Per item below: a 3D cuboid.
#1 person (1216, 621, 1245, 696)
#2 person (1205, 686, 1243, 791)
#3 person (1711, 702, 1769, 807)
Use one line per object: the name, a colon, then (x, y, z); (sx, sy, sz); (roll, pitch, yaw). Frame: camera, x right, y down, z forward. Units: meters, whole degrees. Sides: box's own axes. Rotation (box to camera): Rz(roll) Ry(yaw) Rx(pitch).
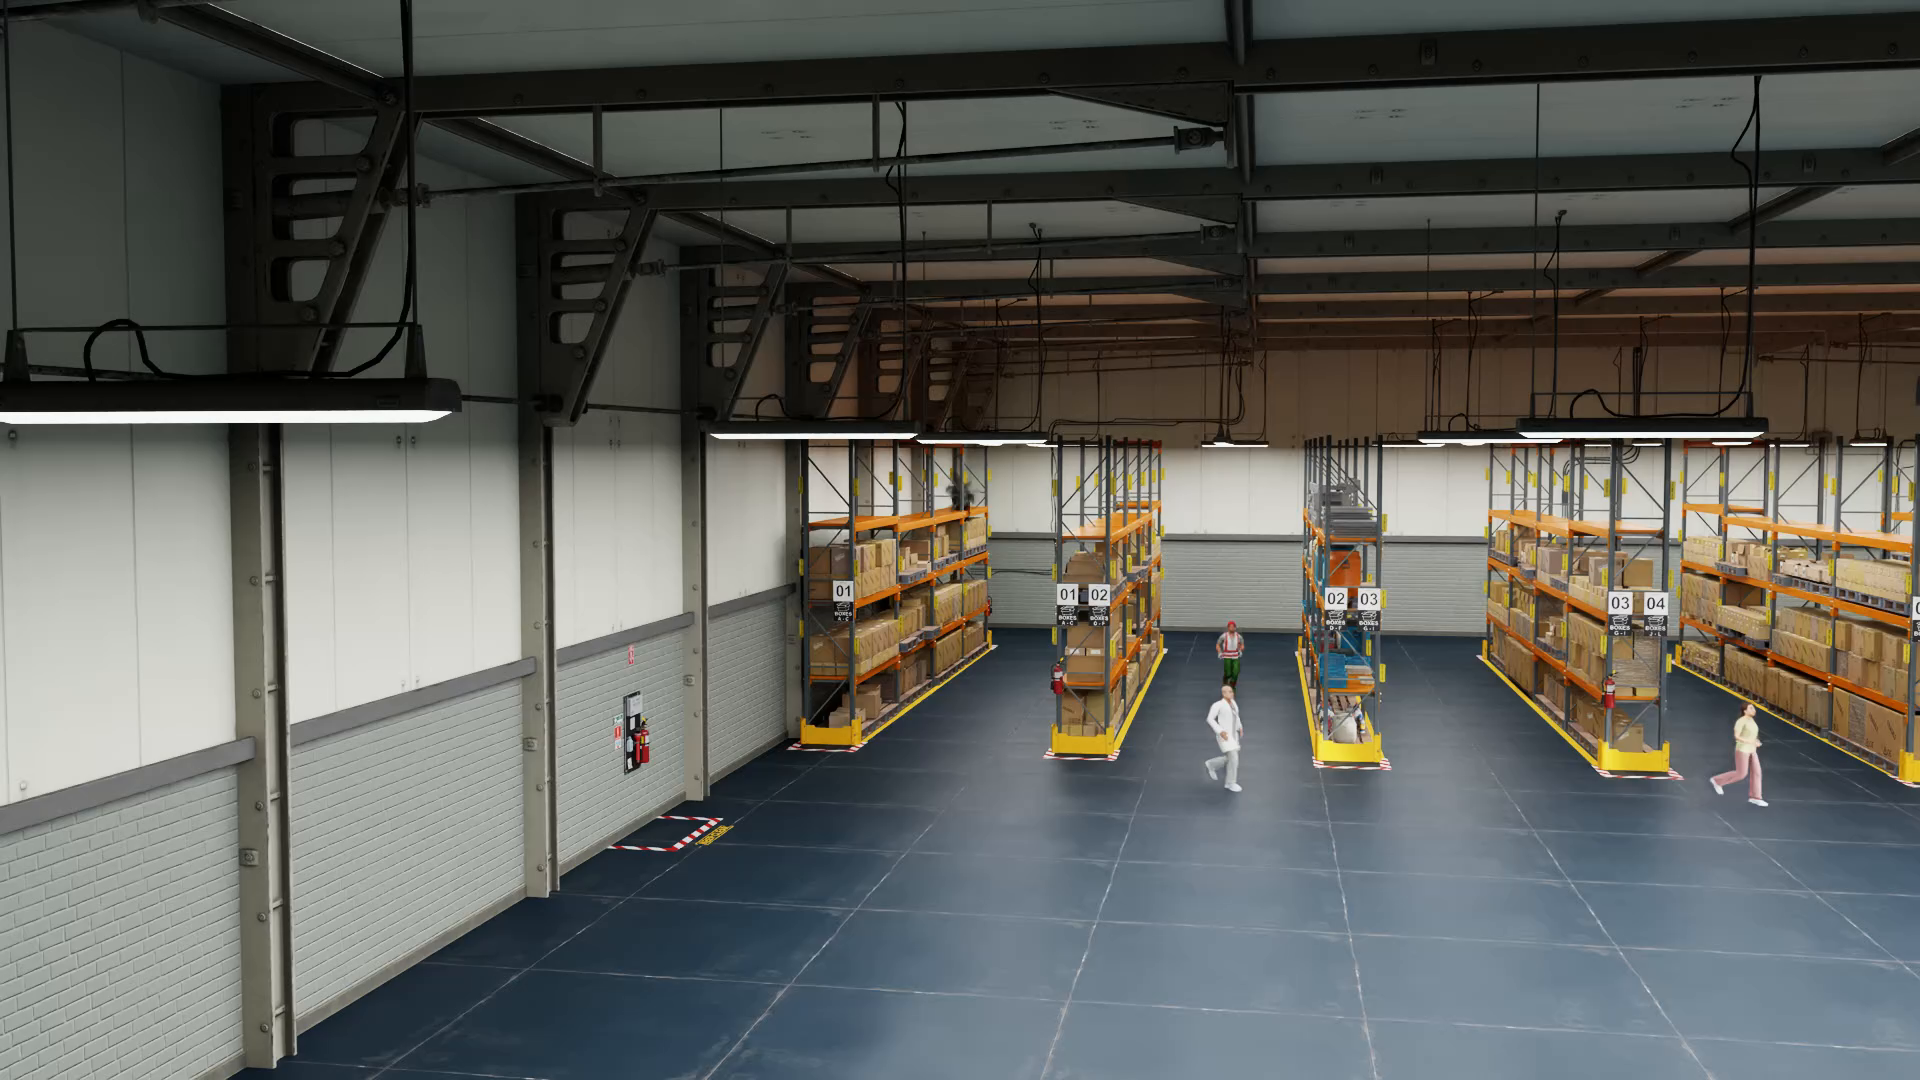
person: (6.326, 2.758, 38.803); (0.647, 1.738, 0.601); (0, 3, -3)
person: (4.465, 3.334, 28.182); (0.816, 1.755, 0.731); (3, 4, 43)
person: (12.701, 3.442, 26.987); (0.587, 1.668, 0.887); (-2, 4, -39)
